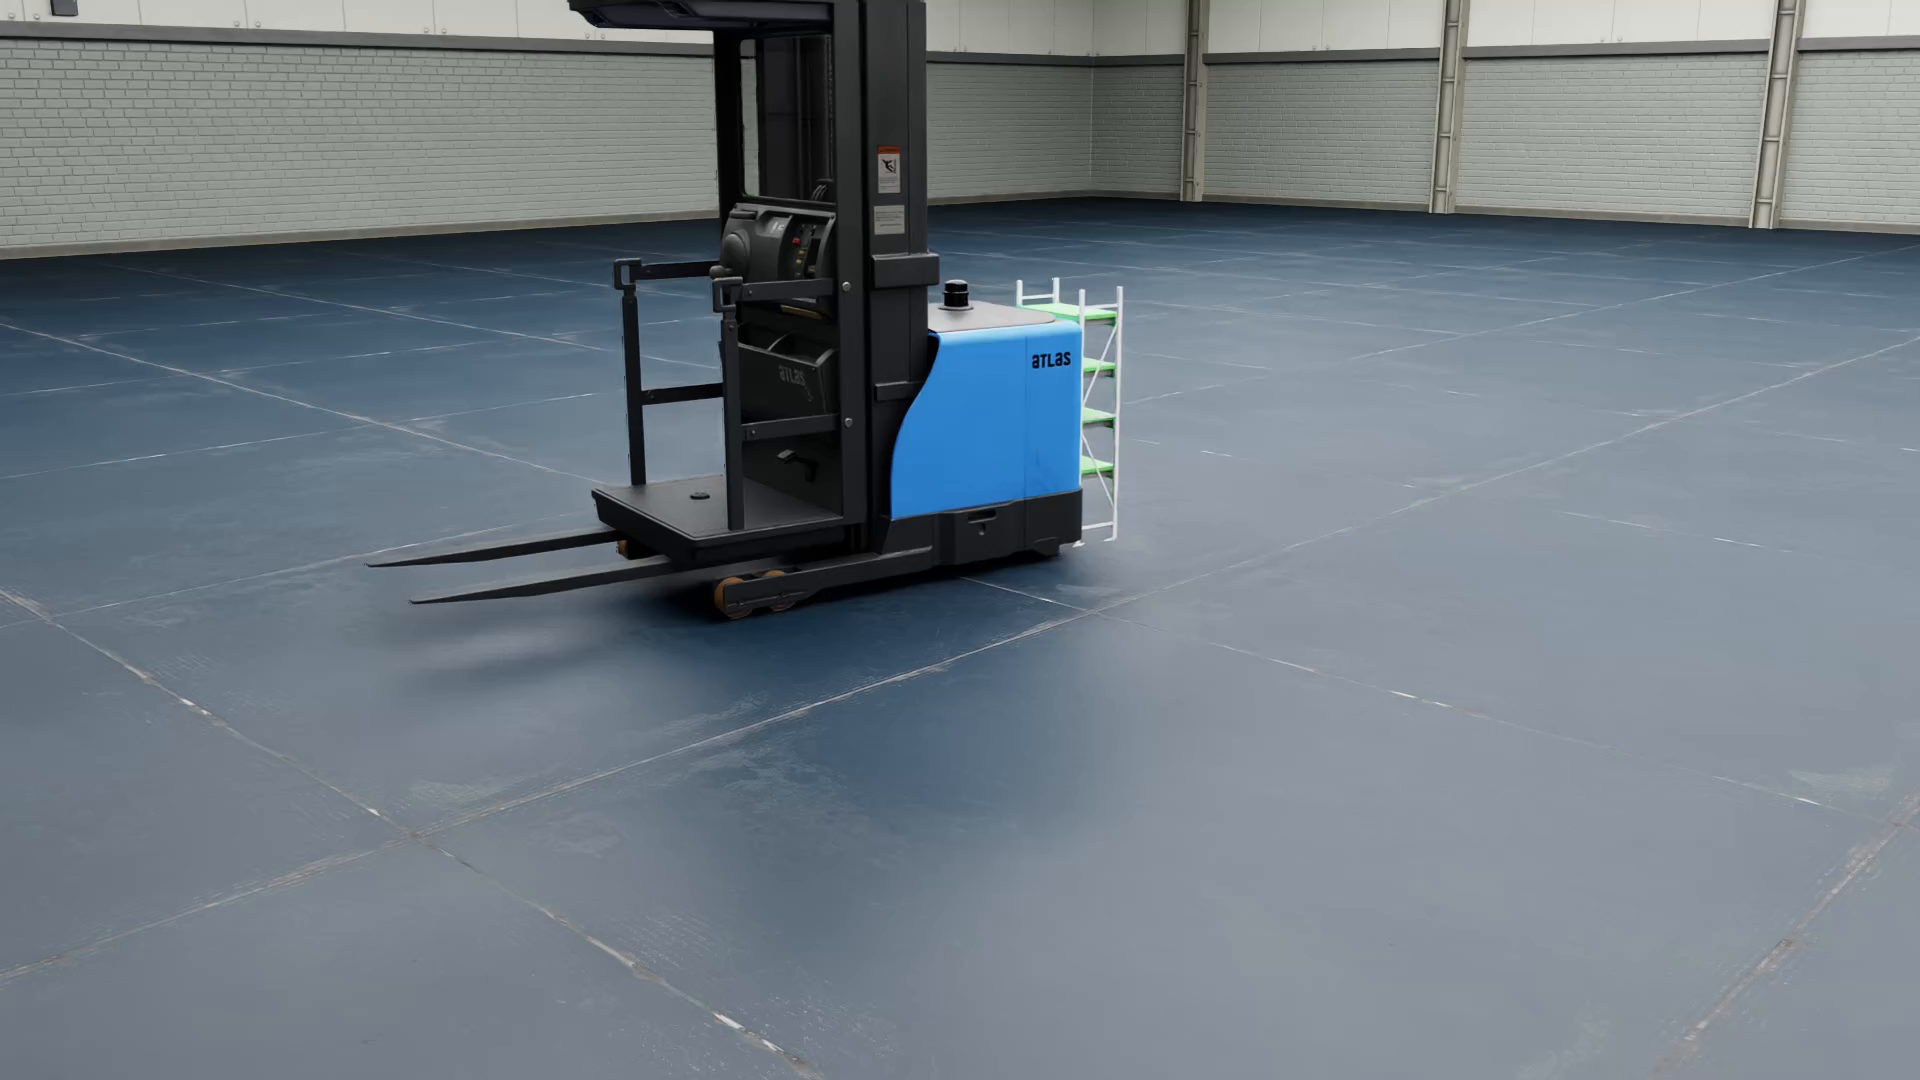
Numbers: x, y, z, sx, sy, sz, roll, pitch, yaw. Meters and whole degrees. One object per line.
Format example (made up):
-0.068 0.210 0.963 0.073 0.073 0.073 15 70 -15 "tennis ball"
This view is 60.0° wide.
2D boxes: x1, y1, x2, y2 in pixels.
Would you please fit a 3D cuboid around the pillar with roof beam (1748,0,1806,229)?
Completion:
10.719 -8.899 24.237 0.400 9.000 9.100 14 20 42 "pillar with roof beam"

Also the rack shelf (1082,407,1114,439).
0.508 -0.557 7.944 0.258 0.148 0.480 -9 17 -32 "rack shelf"

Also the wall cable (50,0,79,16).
-11.398 -10.184 22.427 0.169 6.003 2.305 14 20 42 "wall cable"

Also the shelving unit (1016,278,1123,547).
0.508 -0.619 7.928 0.258 1.200 0.503 -9 17 -32 "shelving unit"

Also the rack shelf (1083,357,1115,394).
0.508 -0.789 7.883 0.258 0.148 0.480 -9 17 -32 "rack shelf"

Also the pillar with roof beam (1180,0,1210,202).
2.080 -10.999 32.297 0.400 9.000 9.100 14 20 42 "pillar with roof beam"

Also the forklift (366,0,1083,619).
-0.949 -1.252 6.924 3.031 2.935 1.130 -9 17 -32 "forklift"

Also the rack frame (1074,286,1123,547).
0.643 -0.568 7.731 0.240 1.200 0.015 -9 17 -32 "rack frame"

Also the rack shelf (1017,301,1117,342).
0.508 -1.022 7.823 0.258 0.148 0.480 -9 17 -32 "rack shelf"

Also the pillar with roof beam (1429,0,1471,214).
6.400 -9.949 28.267 0.400 9.000 9.100 14 20 42 "pillar with roof beam"

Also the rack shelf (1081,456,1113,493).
0.508 -0.325 8.004 0.258 0.148 0.480 -9 17 -32 "rack shelf"

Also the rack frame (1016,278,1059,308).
0.374 -0.670 8.124 0.240 1.200 0.015 -9 17 -32 "rack frame"
